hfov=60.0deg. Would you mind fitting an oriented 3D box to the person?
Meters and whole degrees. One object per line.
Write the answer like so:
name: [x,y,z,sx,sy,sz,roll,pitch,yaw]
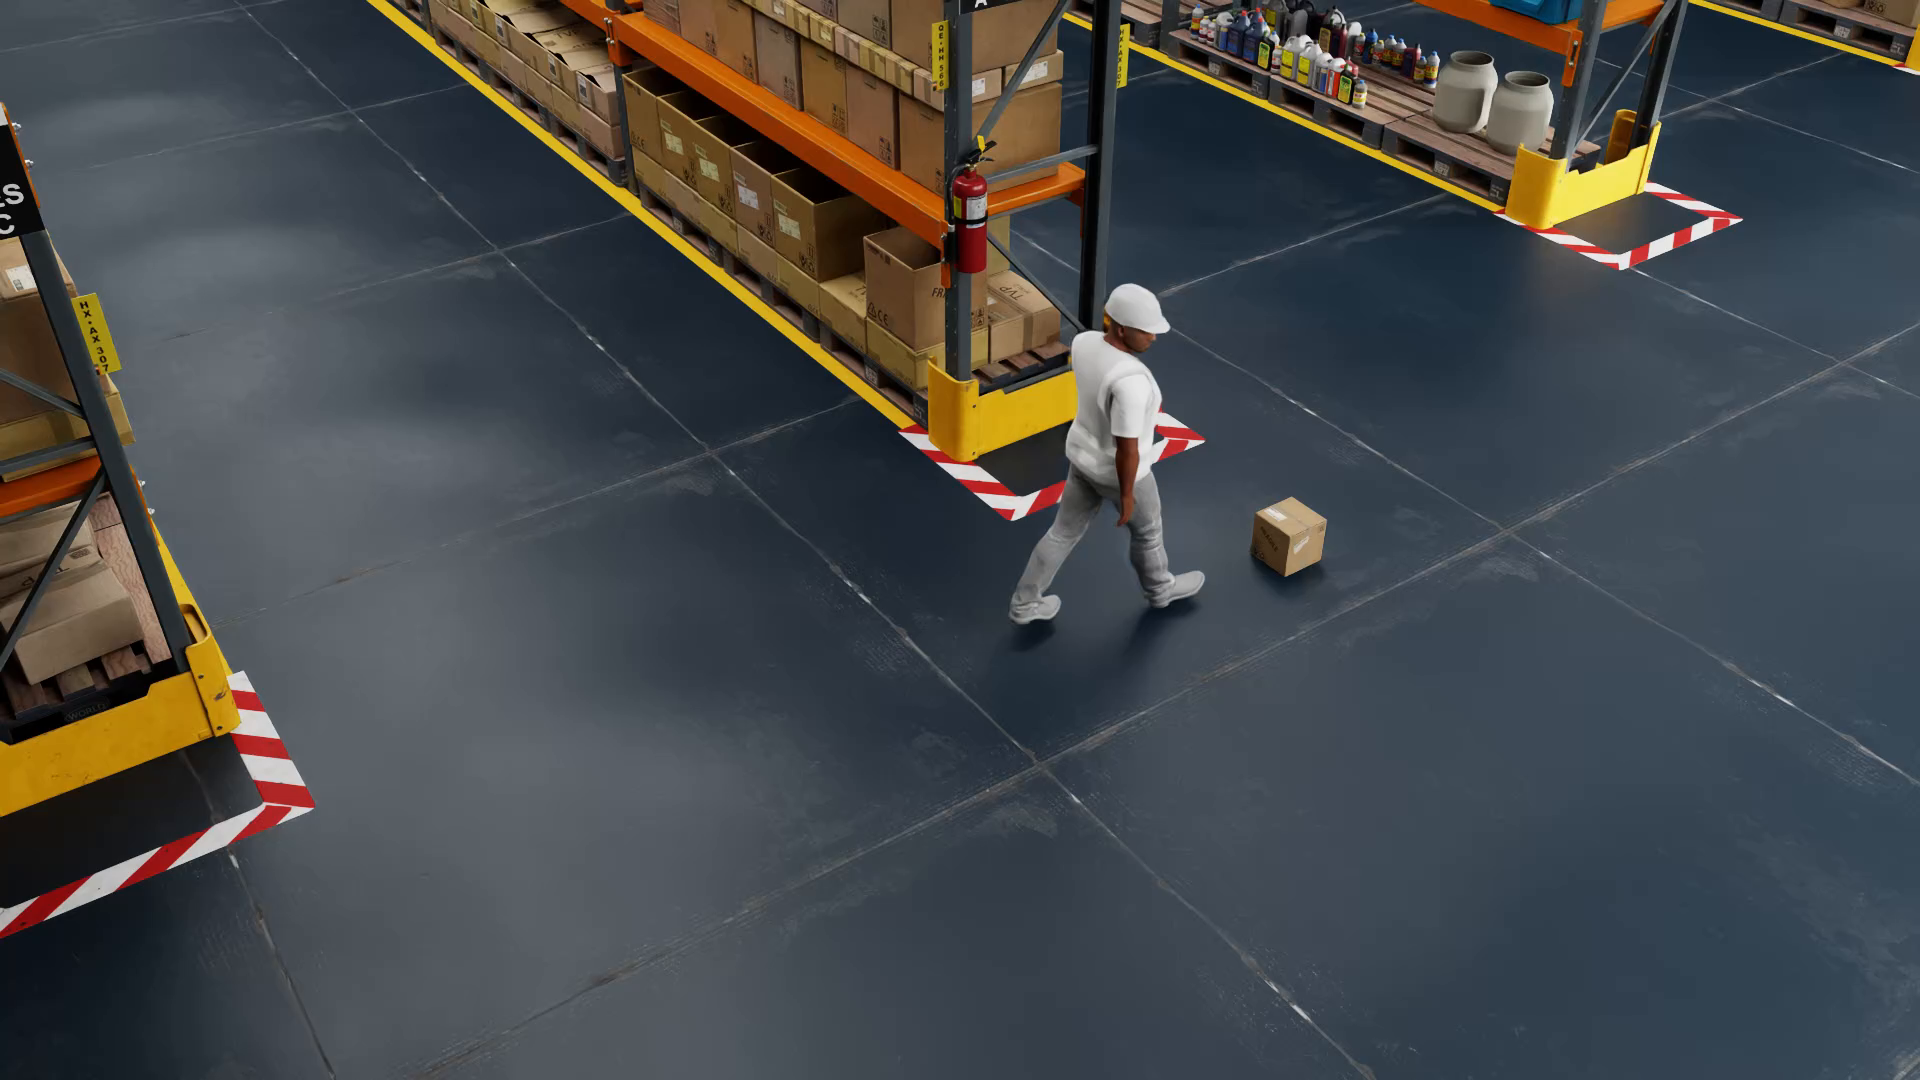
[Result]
person: [0.691,-0.368,7.495,0.999,1.740,0.584,-19,40,-24]
